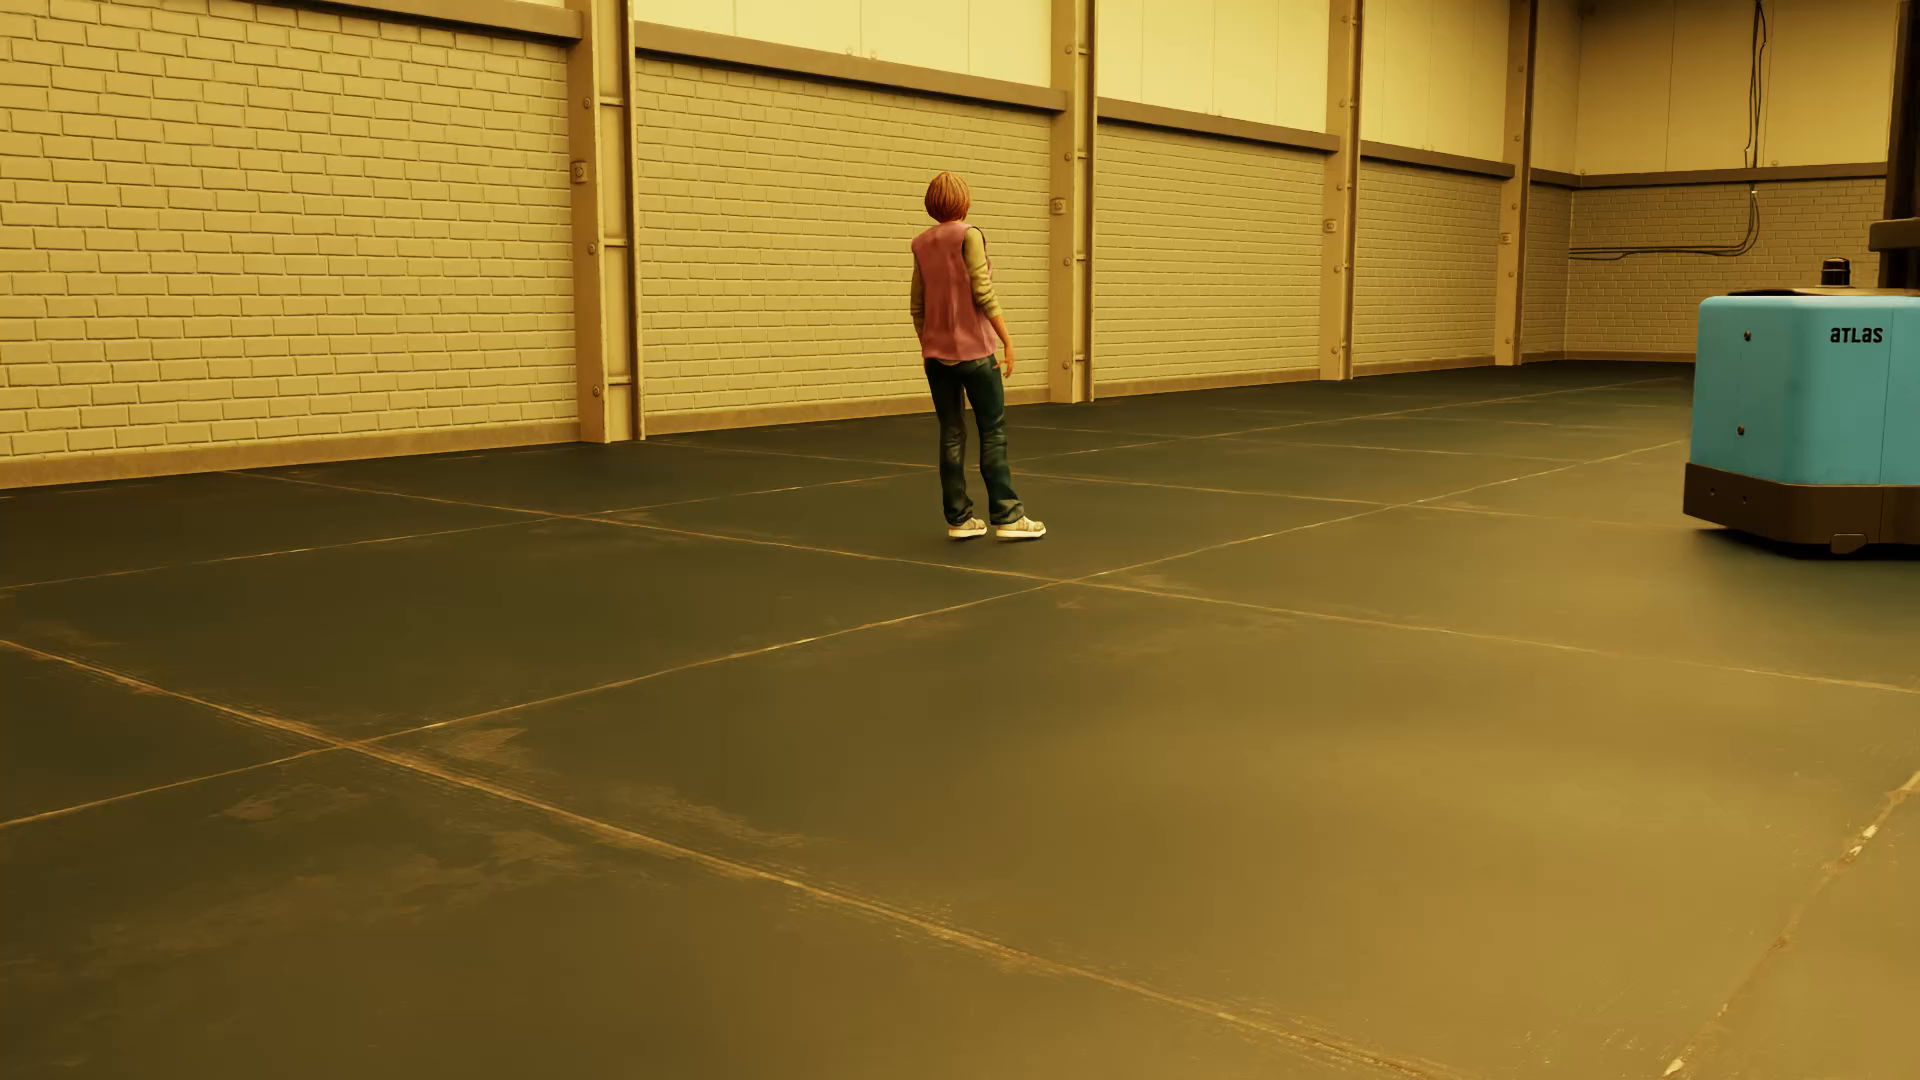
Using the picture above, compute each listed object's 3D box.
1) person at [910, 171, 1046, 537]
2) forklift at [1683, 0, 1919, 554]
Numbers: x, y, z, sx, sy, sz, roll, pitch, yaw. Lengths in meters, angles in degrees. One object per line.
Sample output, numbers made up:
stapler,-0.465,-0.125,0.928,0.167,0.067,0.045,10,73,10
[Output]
person,0.058,-0.805,7.337,0.520,1.599,0.473,7,11,38
forklift,4.885,-1.440,7.122,3.031,2.935,1.130,0,8,0
